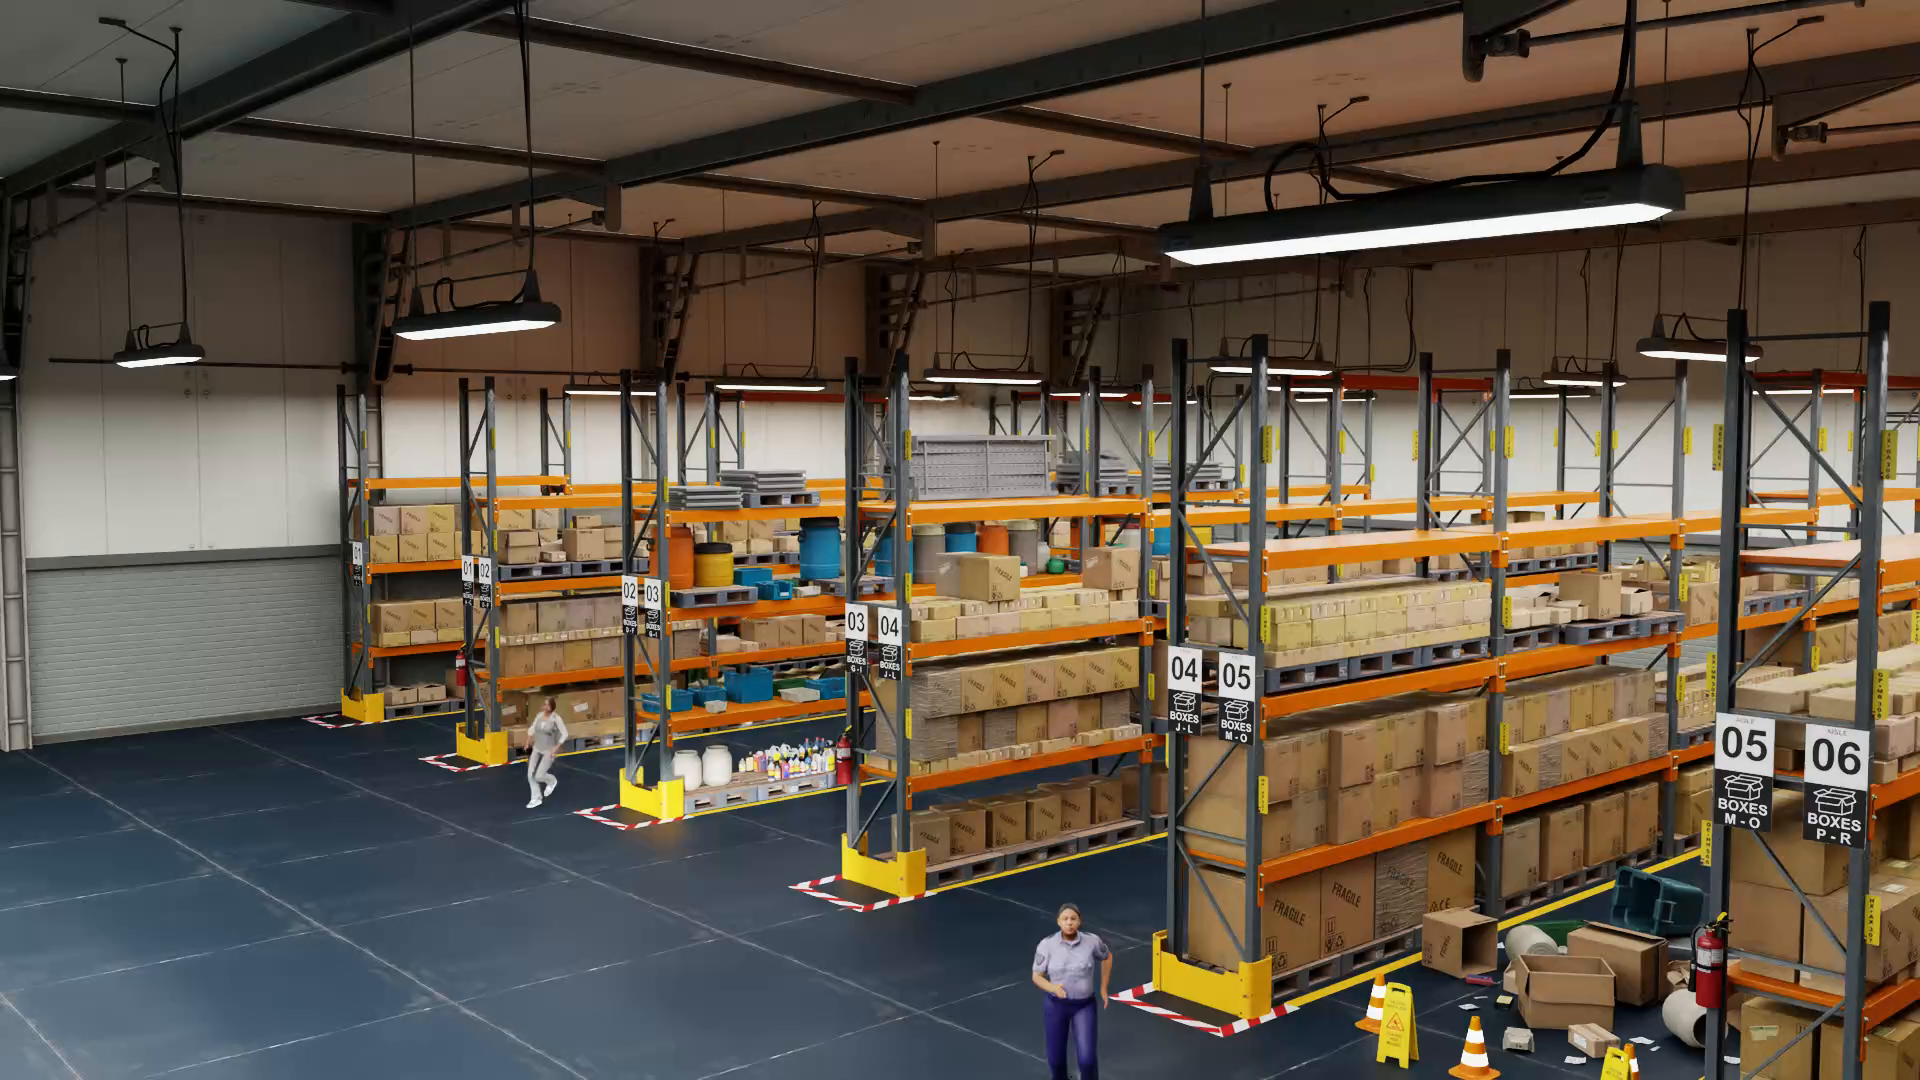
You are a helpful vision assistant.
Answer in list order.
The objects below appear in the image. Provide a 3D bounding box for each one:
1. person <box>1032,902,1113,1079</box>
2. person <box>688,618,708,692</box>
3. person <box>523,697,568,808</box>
[{"bbox_3d":[0.836,3.534,12.417,0.600,1.639,0.683,0,4,6],"label":"person"},{"bbox_3d":[-4.894,2.237,31.322,0.664,1.750,0.792,3,5,40],"label":"person"},{"bbox_3d":[-5.677,2.908,22.847,0.585,1.539,0.505,1,4,20],"label":"person"}]
